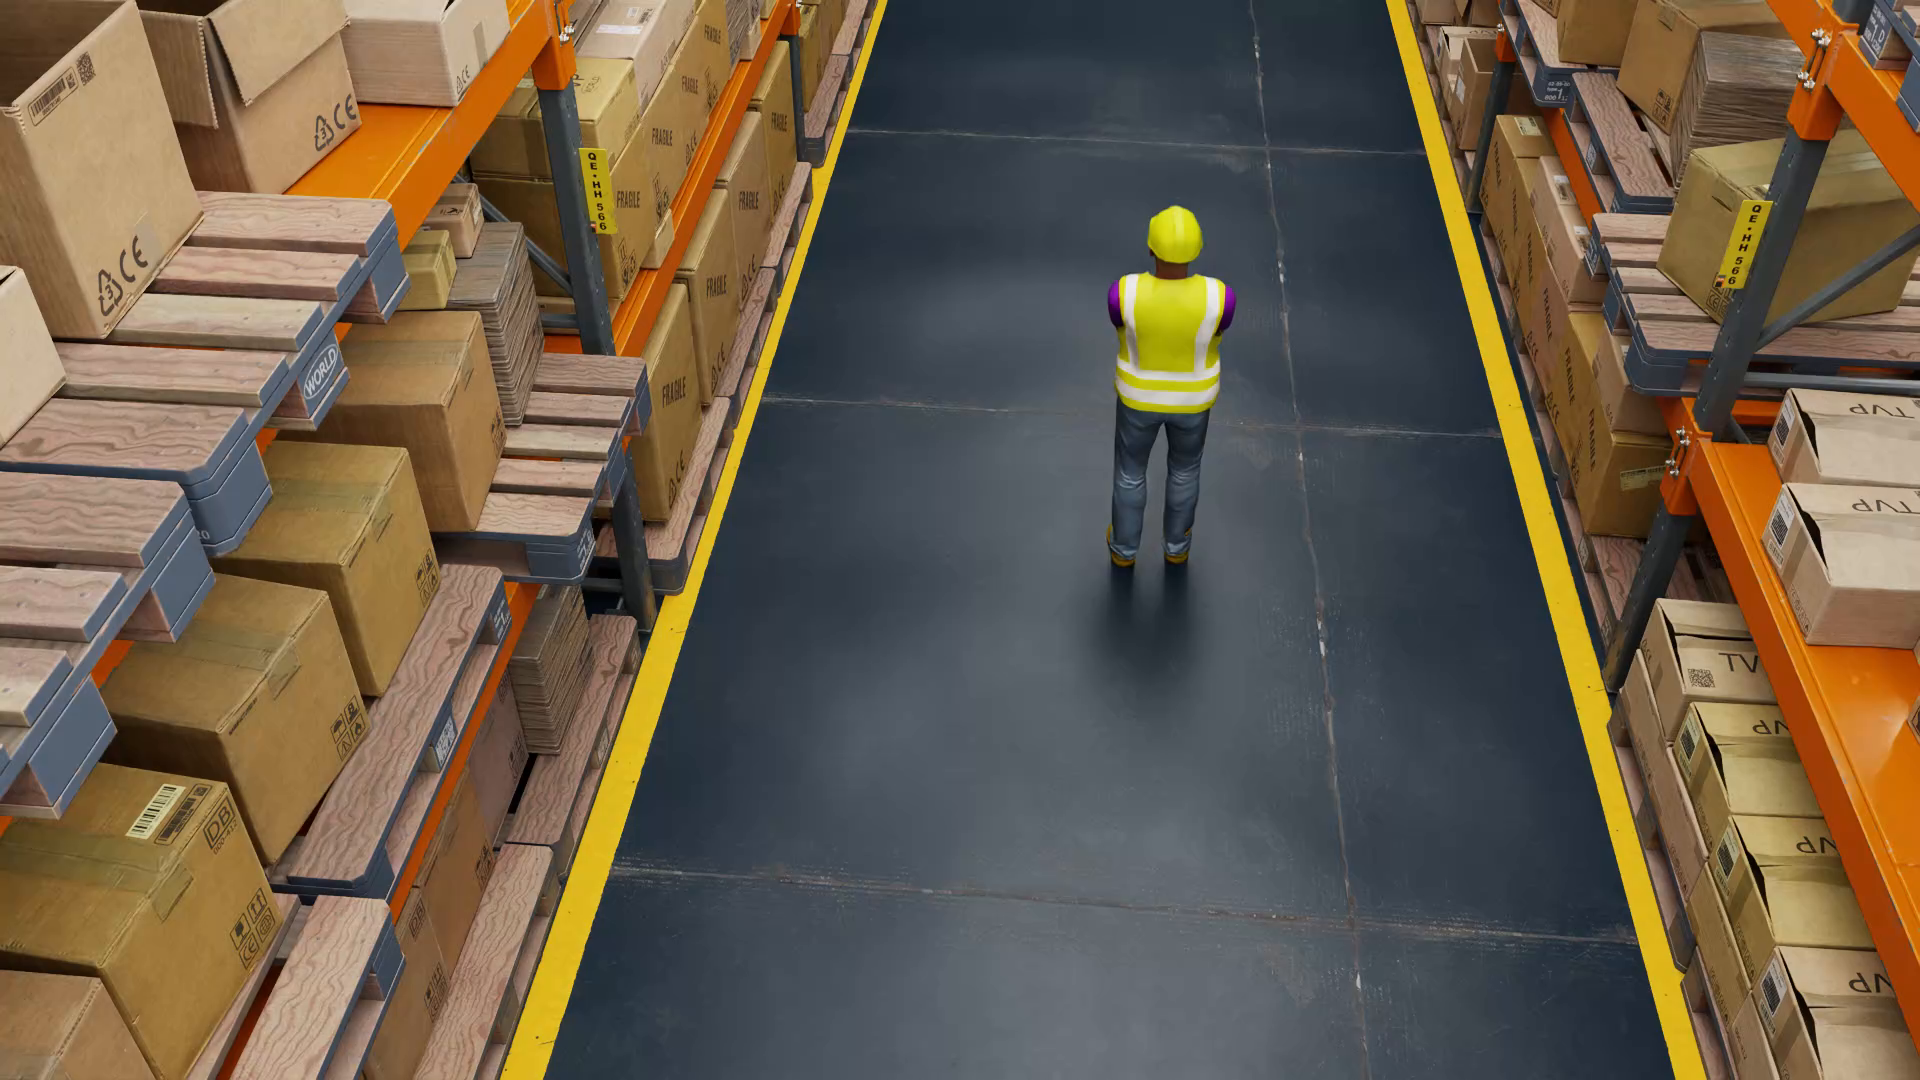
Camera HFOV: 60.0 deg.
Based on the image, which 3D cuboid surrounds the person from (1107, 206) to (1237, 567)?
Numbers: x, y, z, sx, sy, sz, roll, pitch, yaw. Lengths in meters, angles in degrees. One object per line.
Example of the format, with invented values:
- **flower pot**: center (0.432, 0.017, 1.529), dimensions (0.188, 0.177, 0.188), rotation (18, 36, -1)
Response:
- **person**: center (0.845, -0.665, 6.940), dimensions (0.503, 1.760, 0.577), rotation (4, 40, 4)
